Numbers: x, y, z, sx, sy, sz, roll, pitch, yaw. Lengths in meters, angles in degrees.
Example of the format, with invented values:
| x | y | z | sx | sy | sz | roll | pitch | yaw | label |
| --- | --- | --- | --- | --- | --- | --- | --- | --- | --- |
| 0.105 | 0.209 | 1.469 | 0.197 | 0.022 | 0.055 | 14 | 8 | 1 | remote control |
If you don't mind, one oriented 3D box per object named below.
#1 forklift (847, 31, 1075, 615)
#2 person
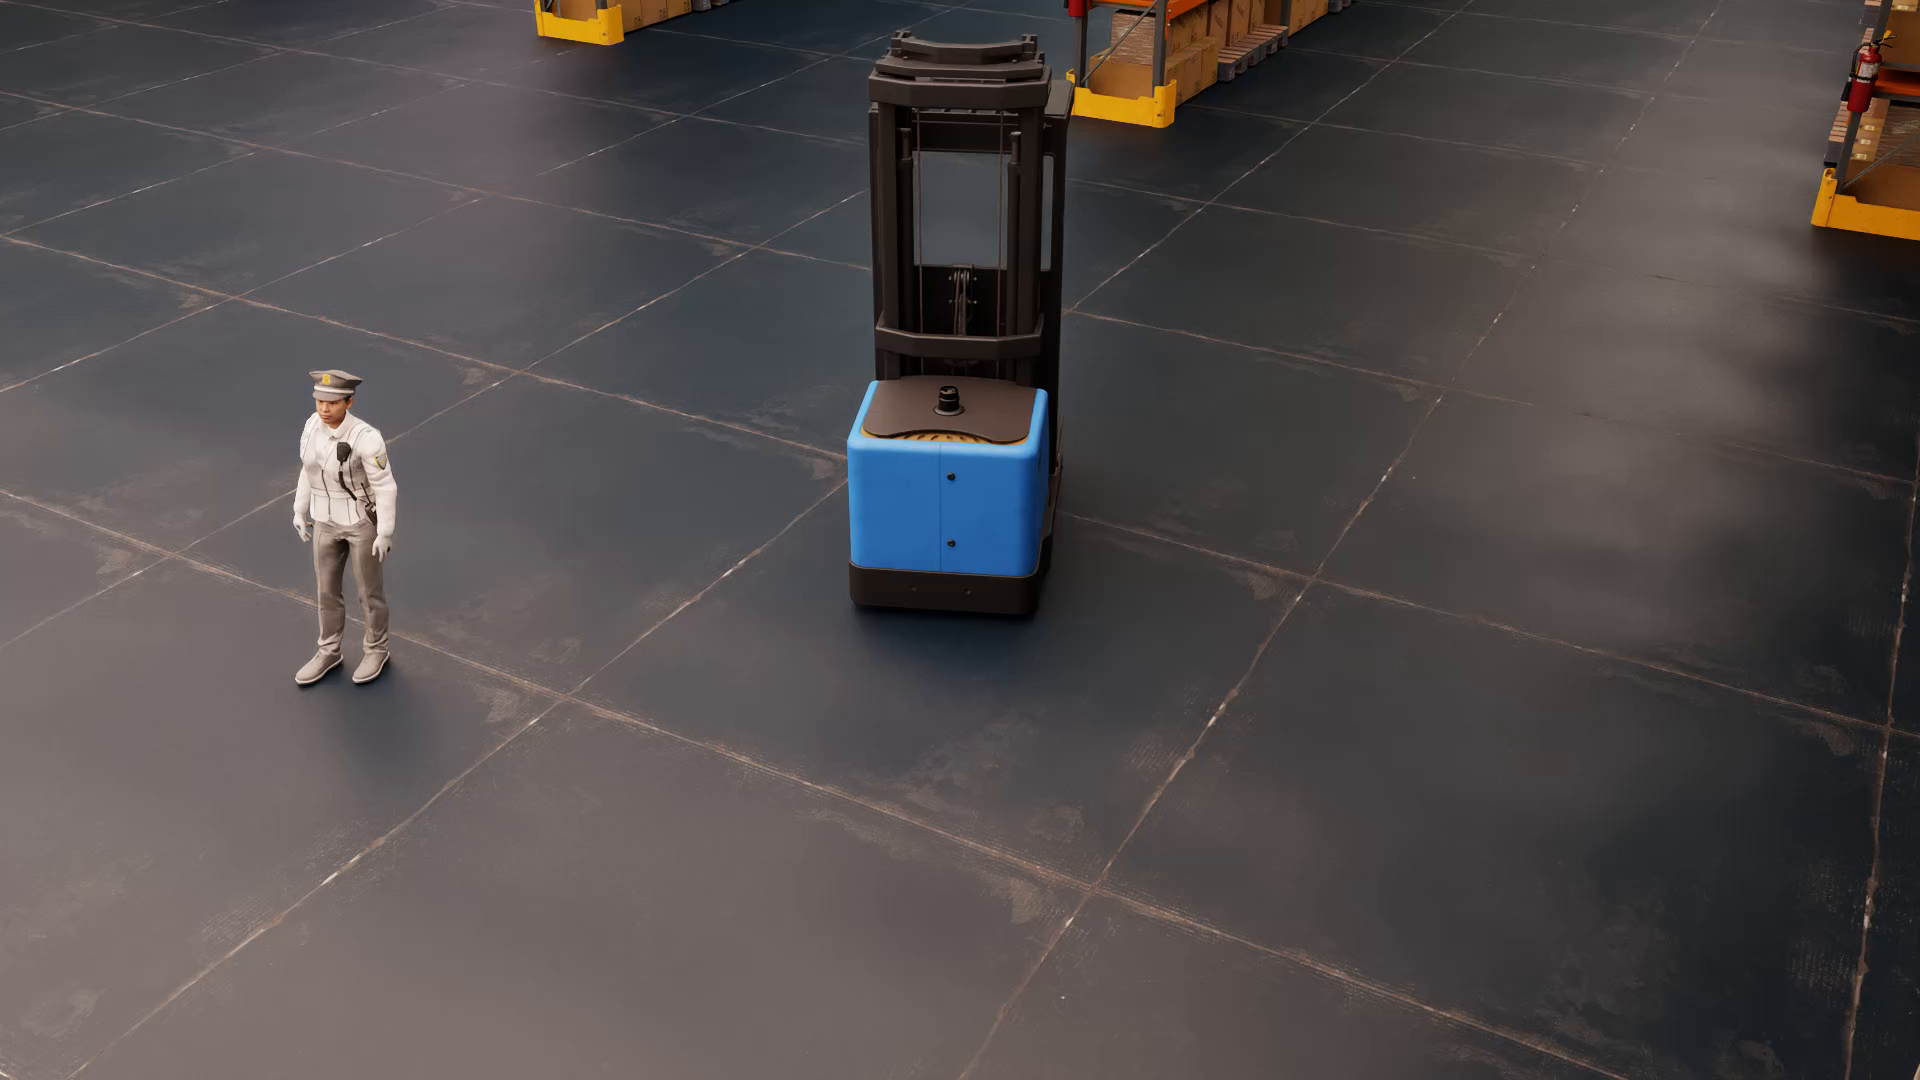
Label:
| x | y | z | sx | sy | sz | roll | pitch | yaw | label |
| --- | --- | --- | --- | --- | --- | --- | --- | --- | --- |
| 0.072 | -1.572 | 9.794 | 1.130 | 2.935 | 3.031 | 3 | 30 | 6 | forklift |
| -3.130 | -0.057 | 8.392 | 0.589 | 1.696 | 0.532 | 10 | 31 | 17 | person |
